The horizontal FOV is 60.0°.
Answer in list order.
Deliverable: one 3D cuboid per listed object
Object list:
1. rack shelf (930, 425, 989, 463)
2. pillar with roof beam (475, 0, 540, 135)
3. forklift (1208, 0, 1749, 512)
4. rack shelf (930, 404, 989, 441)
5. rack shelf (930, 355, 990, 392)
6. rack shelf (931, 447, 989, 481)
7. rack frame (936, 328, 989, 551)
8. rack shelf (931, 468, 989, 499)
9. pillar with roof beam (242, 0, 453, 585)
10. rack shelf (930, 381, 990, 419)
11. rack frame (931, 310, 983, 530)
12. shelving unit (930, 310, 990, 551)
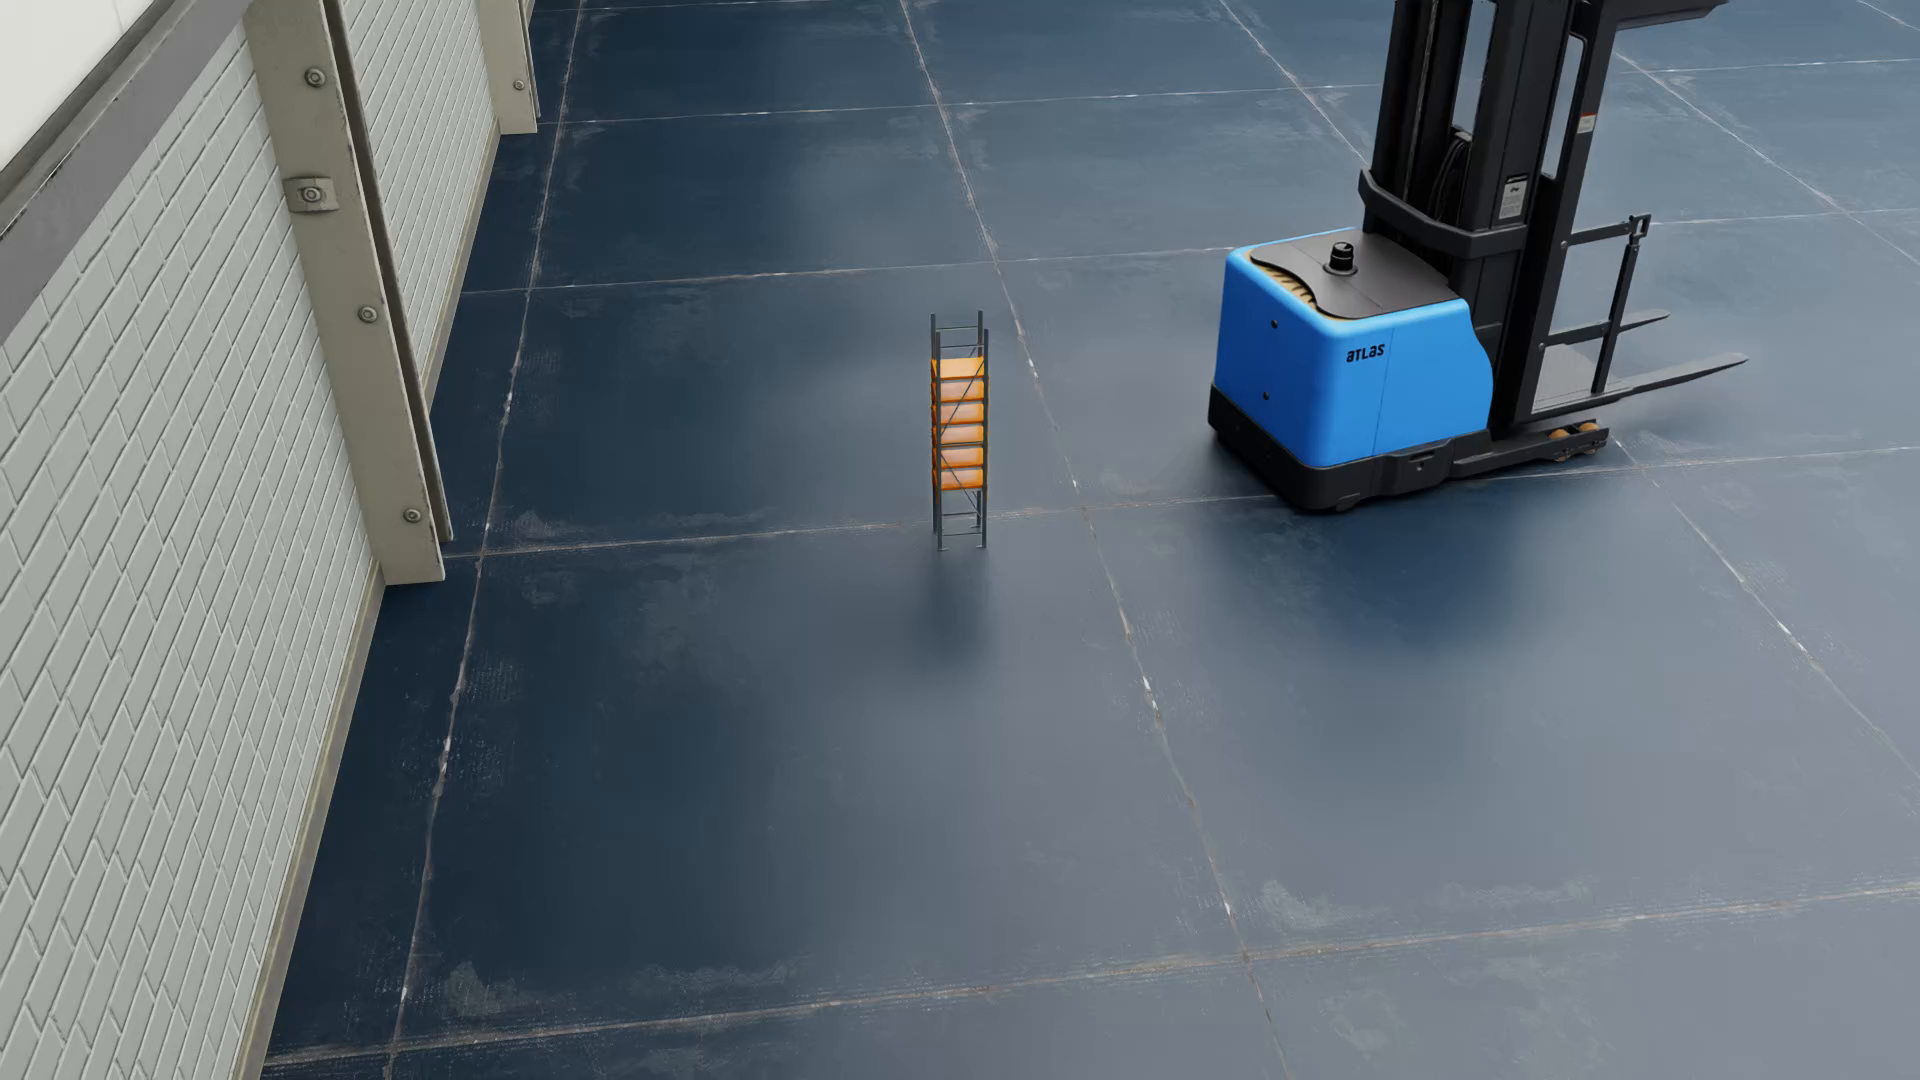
[{"bbox_3d":[-0.002,-0.467,7.949,0.258,0.103,0.180,-4,35,-6],"label":"rack shelf"},{"bbox_3d":[0.808,-7.297,10.967,9.100,9.000,0.400,-4,35,-6],"label":"pillar with roof beam"},{"bbox_3d":[2.917,-1.889,8.420,3.031,2.935,1.130,-13,37,-19],"label":"forklift"},{"bbox_3d":[-0.002,-0.566,7.881,0.258,0.103,0.180,-4,35,-6],"label":"rack shelf"},{"bbox_3d":[-0.002,-0.765,7.746,0.258,0.103,0.180,-4,35,-6],"label":"rack shelf"},{"bbox_3d":[-0.002,-0.368,8.017,0.258,0.103,0.180,-4,35,-6],"label":"rack shelf"},{"bbox_3d":[0.010,-0.453,7.849,0.240,1.200,0.006,-4,35,-6],"label":"rack frame"},{"bbox_3d":[-0.002,-0.269,8.084,0.258,0.103,0.180,-4,35,-6],"label":"rack shelf"},{"bbox_3d":[1.615,-3.949,6.054,9.100,9.000,0.400,-4,35,-6],"label":"pillar with roof beam"},{"bbox_3d":[-0.002,-0.665,7.814,0.258,0.103,0.180,-4,35,-6],"label":"rack shelf"},{"bbox_3d":[-0.014,-0.555,7.999,0.240,1.200,0.006,-4,35,-6],"label":"rack frame"},{"bbox_3d":[-0.002,-0.504,7.924,0.258,1.200,0.189,-4,35,-6],"label":"shelving unit"}]
